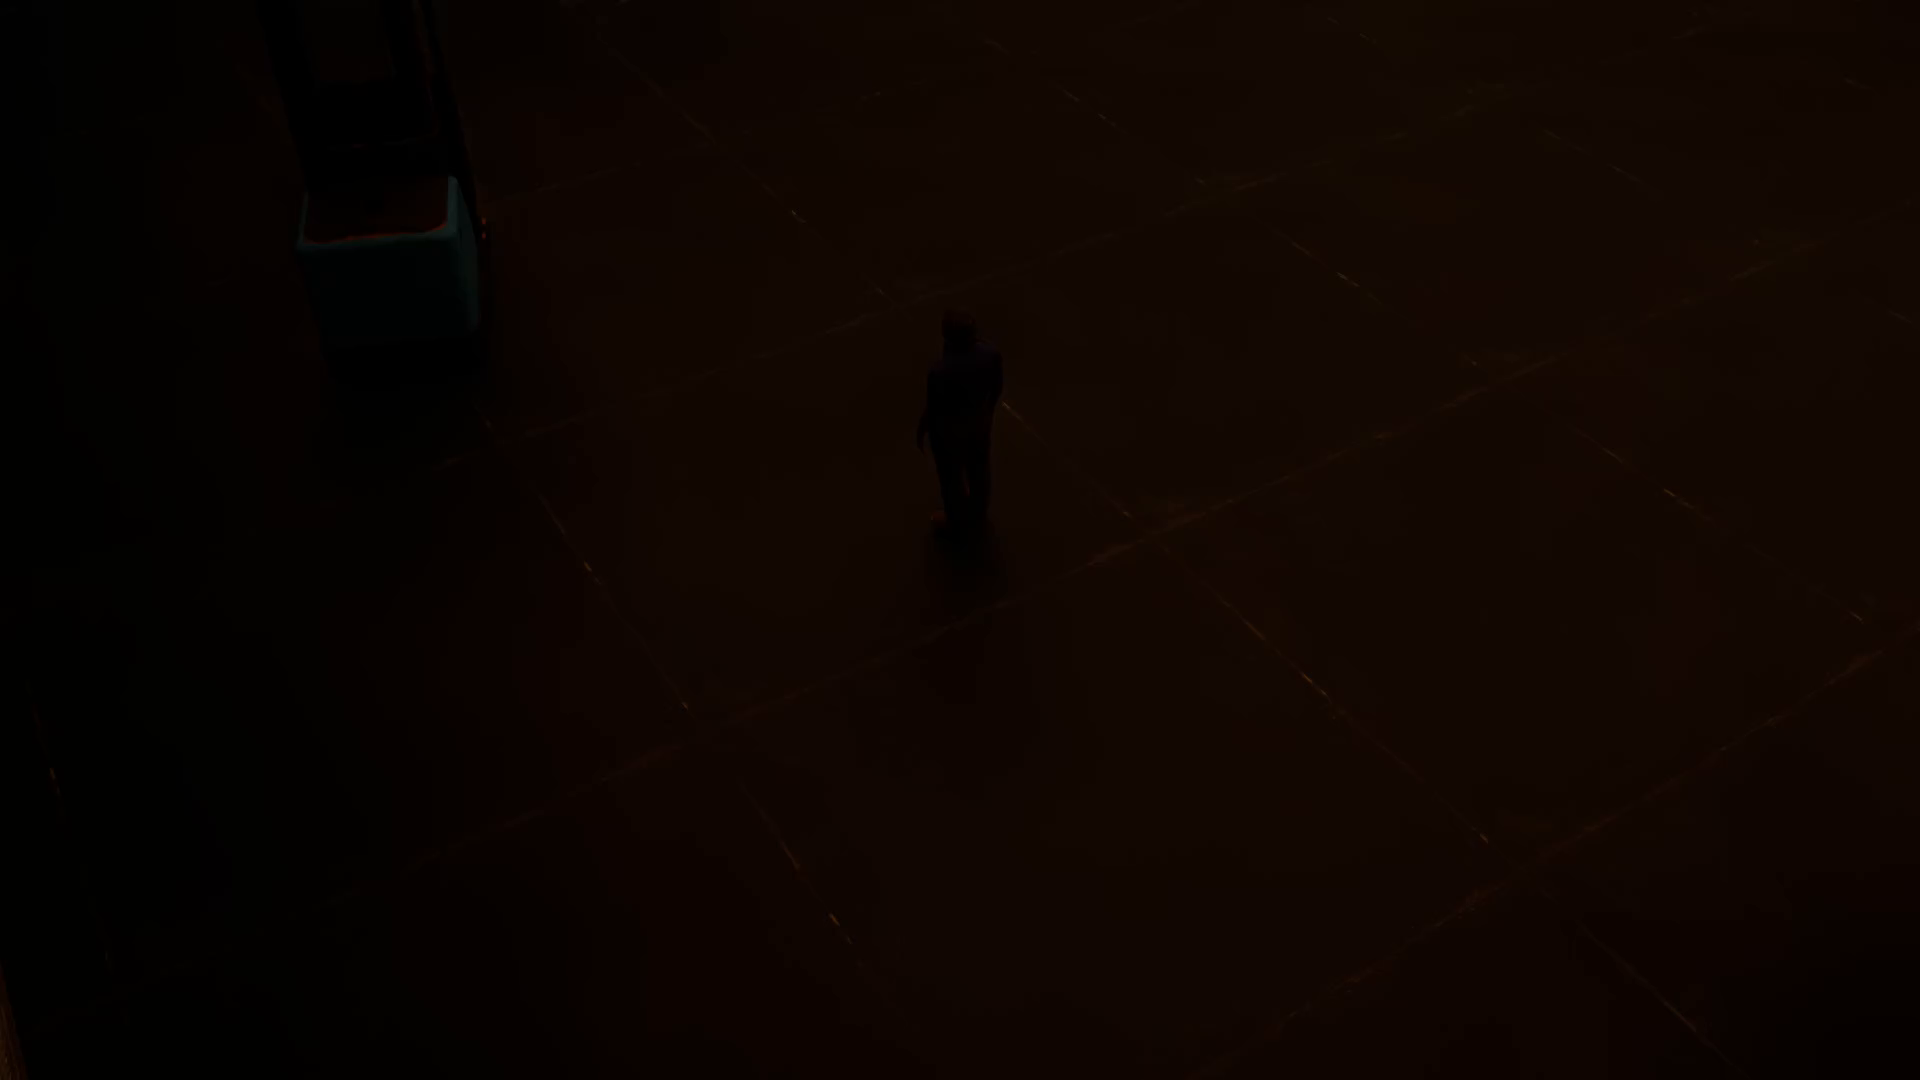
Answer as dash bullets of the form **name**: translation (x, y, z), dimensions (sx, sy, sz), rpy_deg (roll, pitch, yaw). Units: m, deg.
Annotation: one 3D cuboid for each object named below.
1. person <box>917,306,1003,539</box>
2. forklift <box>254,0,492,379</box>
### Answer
- **person**: translation (-0.030, -0.711, 9.589), dimensions (0.570, 1.647, 0.504), rpy_deg (-23, 46, -24)
- **forklift**: translation (-4.079, -3.170, 11.499), dimensions (1.130, 2.935, 3.031), rpy_deg (-8, 42, -9)
